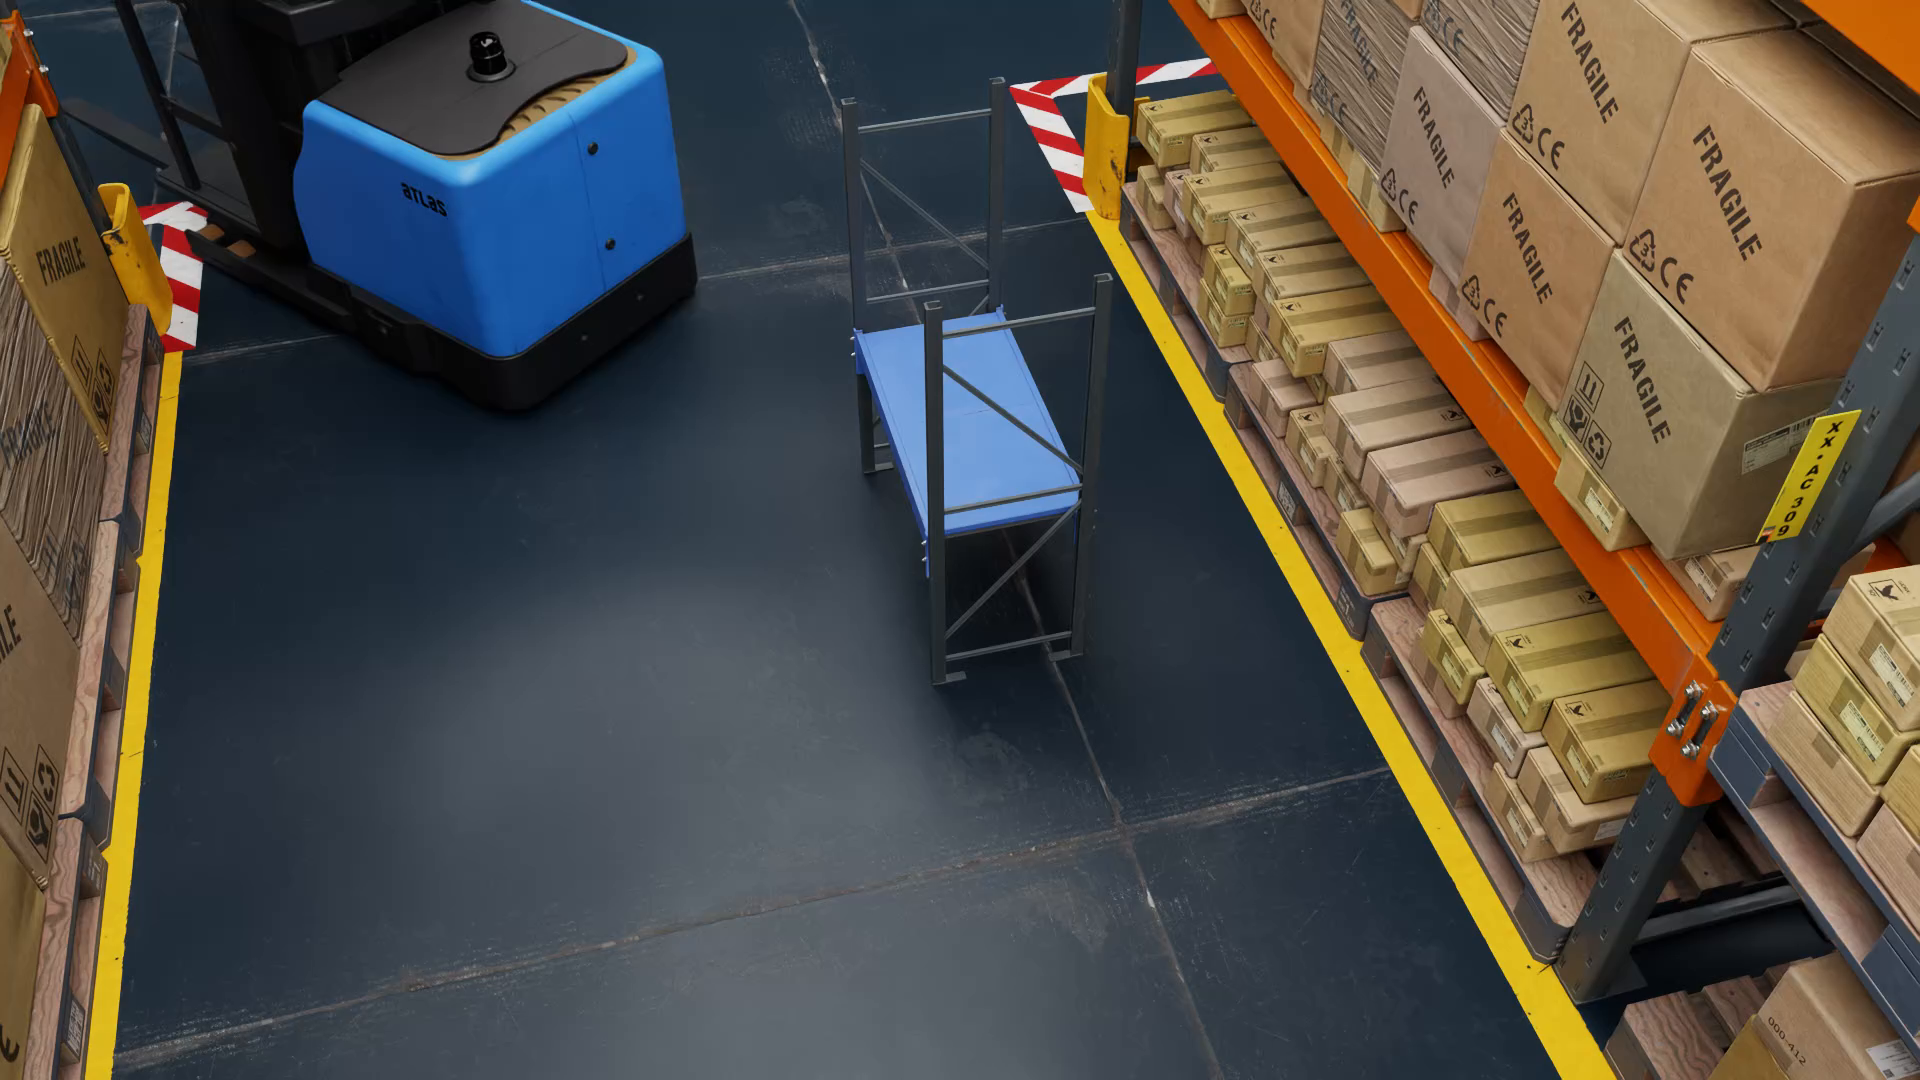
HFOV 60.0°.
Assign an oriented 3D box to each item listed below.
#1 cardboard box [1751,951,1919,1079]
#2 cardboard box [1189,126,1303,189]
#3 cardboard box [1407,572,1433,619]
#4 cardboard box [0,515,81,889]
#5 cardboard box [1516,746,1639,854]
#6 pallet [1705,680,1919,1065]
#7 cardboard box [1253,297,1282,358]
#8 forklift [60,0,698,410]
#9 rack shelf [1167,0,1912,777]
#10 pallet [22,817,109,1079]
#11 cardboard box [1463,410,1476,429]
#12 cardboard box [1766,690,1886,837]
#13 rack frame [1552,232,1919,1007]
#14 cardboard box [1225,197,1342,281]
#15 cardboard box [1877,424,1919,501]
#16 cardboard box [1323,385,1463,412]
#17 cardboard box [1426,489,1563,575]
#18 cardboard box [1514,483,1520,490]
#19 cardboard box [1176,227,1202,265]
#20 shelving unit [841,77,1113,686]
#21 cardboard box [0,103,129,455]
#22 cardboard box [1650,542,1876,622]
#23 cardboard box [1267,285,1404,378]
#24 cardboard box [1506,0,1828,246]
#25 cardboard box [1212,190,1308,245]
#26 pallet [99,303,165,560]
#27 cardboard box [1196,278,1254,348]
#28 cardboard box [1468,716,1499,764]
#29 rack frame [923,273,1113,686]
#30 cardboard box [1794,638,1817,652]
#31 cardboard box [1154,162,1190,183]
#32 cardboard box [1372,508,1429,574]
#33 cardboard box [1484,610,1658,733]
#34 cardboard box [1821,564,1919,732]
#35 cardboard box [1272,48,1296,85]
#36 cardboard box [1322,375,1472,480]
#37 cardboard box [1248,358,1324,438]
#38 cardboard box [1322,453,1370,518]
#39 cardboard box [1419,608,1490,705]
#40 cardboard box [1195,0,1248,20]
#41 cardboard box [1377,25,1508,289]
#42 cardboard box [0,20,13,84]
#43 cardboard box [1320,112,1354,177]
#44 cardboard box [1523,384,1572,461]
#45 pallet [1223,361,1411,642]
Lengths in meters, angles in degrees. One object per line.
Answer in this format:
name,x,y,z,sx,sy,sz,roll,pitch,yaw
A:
cardboard box,2.067,1.106,3.497,0.500,0.250,0.500,-13,47,-12
cardboard box,1.102,-1.444,6.351,0.380,0.149,0.250,-10,46,-10
cardboard box,1.638,0.155,5.200,0.380,0.149,0.250,-12,47,-11
cardboard box,-3.009,0.425,4.427,0.875,0.875,0.875,-11,47,-10
cardboard box,1.745,0.670,4.487,0.380,0.149,0.250,-10,46,-10
pallet,2.188,0.704,3.094,1.003,0.211,1.213,-11,47,-10
cardboard box,1.279,-0.809,5.936,0.380,0.149,0.250,-13,47,-12
forklift,-2.547,-2.356,6.007,3.031,2.935,1.130,27,51,24
rack shelf,1.621,-1.047,5.179,1.077,0.370,4.000,-11,47,-10
pallet,-2.806,1.356,4.273,1.003,0.211,1.213,-11,47,-10
cardboard box,1.838,-0.433,5.776,0.380,0.149,0.250,-9,46,-9
cardboard box,1.789,0.379,3.160,0.380,0.149,0.250,-13,47,-12
rack frame,2.133,0.082,3.569,1.000,3.000,0.127,-11,47,-10
cardboard box,1.186,-1.091,6.004,0.380,0.149,0.250,-13,47,-12
cardboard box,2.250,-0.445,3.807,0.500,0.500,0.500,-11,47,-11
cardboard box,1.449,-0.441,5.576,0.380,0.149,0.250,-9,46,-8
cardboard box,1.625,-0.006,4.941,0.380,0.149,0.250,-9,46,-9
cardboard box,1.987,-0.181,5.321,0.380,0.149,0.250,-9,46,-8
cardboard box,1.080,-1.242,6.569,0.380,0.149,0.250,-11,47,-10
shelving unit,0.022,-0.466,5.157,0.538,1.500,1.048,-11,47,-10
cardboard box,-3.470,-0.818,5.645,0.875,0.875,0.875,-11,47,-10
cardboard box,1.834,0.016,3.810,0.380,0.149,0.250,-11,47,-11
cardboard box,1.271,-0.708,5.629,0.380,0.149,0.250,-10,46,-10
cardboard box,1.614,-1.038,3.688,0.500,0.500,0.500,-12,47,-12
cardboard box,1.159,-1.172,6.292,0.380,0.149,0.250,-10,46,-10
pallet,-3.431,-0.328,5.924,1.003,0.211,1.213,-11,47,-10
cardboard box,1.110,-0.876,6.210,0.380,0.149,0.250,-10,46,-10
cardboard box,1.718,0.530,4.832,0.380,0.149,0.250,-10,46,-9
rack frame,0.152,-0.115,4.813,0.500,1.500,0.032,-11,47,-10
cardboard box,2.232,0.248,4.692,0.380,0.149,0.250,-9,46,-8
cardboard box,0.995,-1.524,6.637,0.380,0.149,0.250,-9,46,-9
cardboard box,1.525,-0.060,5.202,0.380,0.149,0.250,-10,46,-9
cardboard box,1.687,0.358,4.585,0.380,0.149,0.250,-10,46,-10
cardboard box,1.789,0.171,2.947,0.380,0.149,0.250,-9,46,-8
cardboard box,1.242,-1.598,5.392,0.380,0.149,0.250,-11,47,-11
cardboard box,1.386,-0.360,5.288,0.380,0.149,0.250,-12,47,-12
cardboard box,1.247,-0.529,5.870,0.380,0.149,0.250,-13,47,-12
cardboard box,1.437,-0.182,5.530,0.380,0.149,0.250,-10,46,-10
cardboard box,1.578,0.303,4.846,0.380,0.149,0.250,-12,47,-12
cardboard box,0.998,-1.944,5.731,0.380,0.149,0.250,-12,47,-11
cardboard box,1.478,-1.041,4.392,0.500,0.500,0.500,-11,47,-11
cardboard box,-3.302,-1.569,5.363,0.380,0.149,0.250,-10,46,-10
cardboard box,1.324,-1.240,5.041,0.380,0.149,0.250,-9,46,-9
cardboard box,1.652,-0.337,4.156,0.380,0.149,0.250,-9,46,-9
pallet,1.611,-0.243,5.840,1.003,0.211,1.213,-11,47,-10
